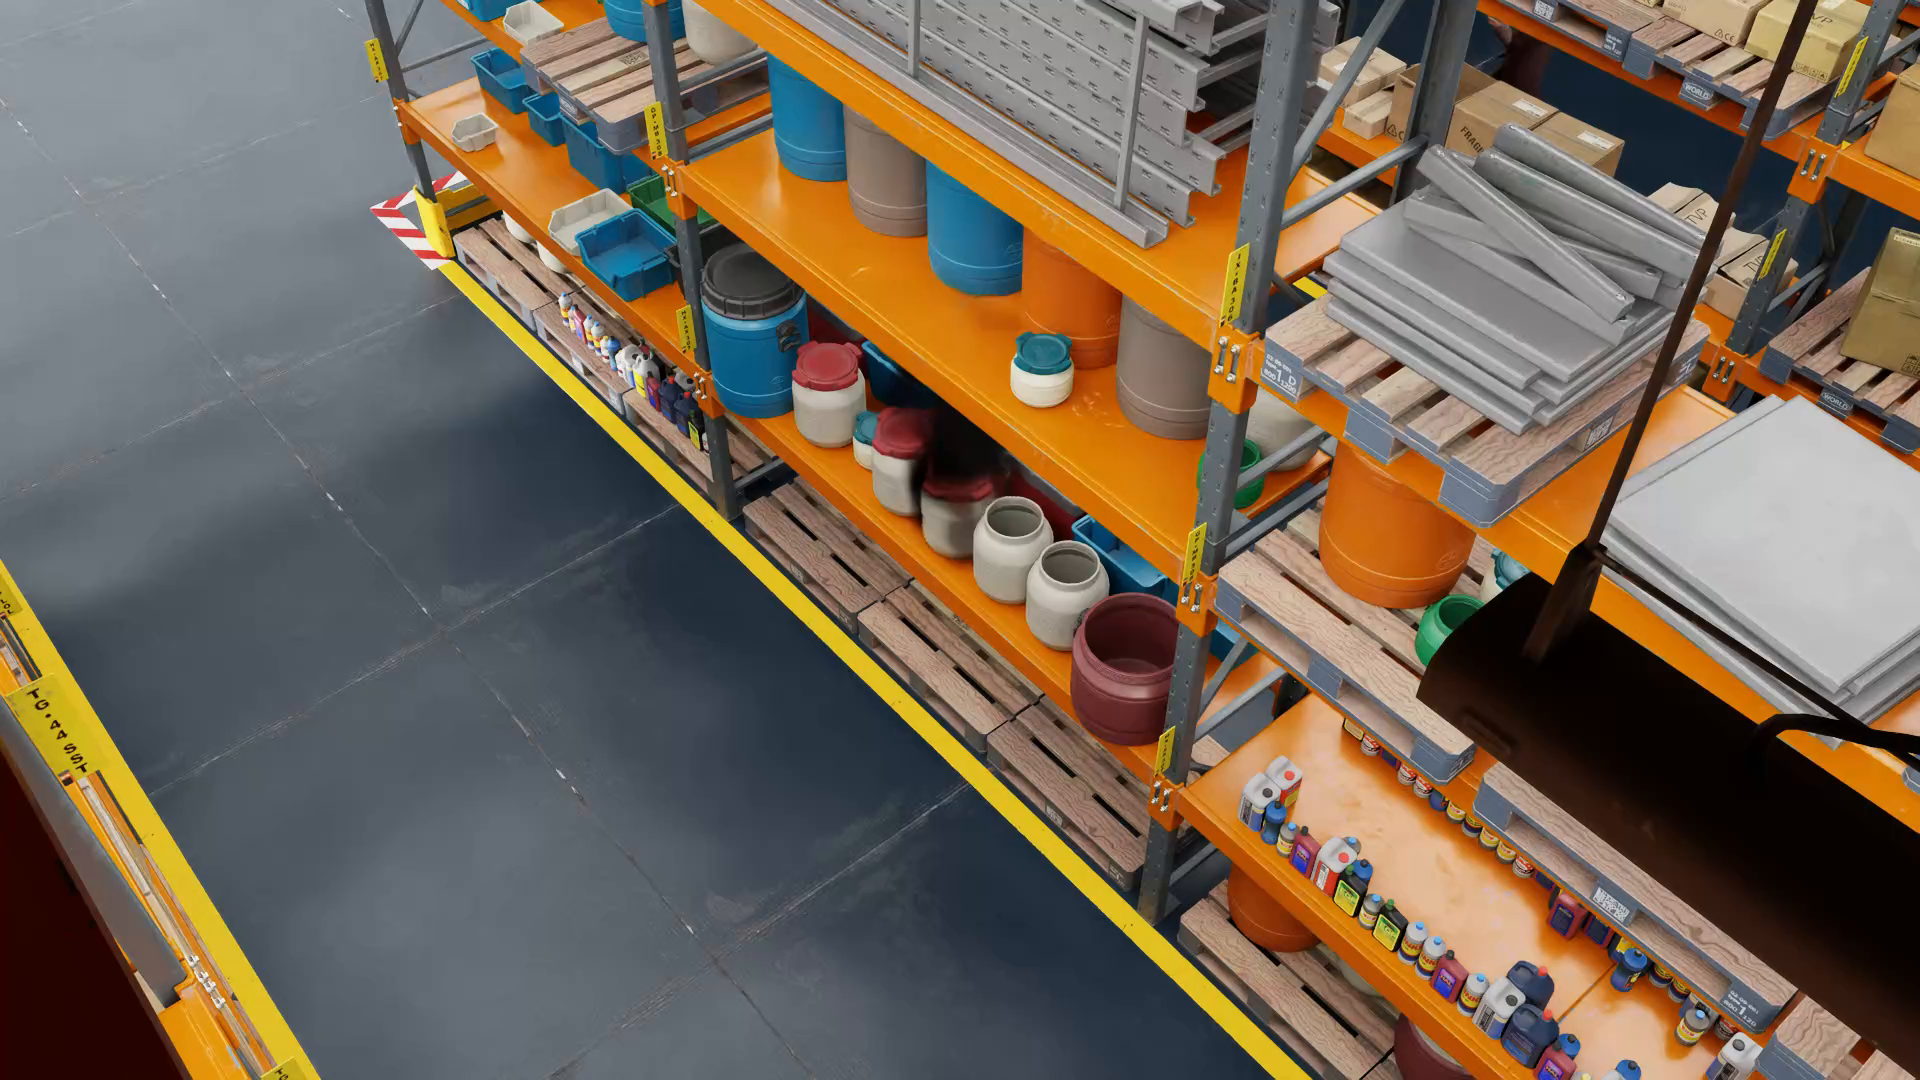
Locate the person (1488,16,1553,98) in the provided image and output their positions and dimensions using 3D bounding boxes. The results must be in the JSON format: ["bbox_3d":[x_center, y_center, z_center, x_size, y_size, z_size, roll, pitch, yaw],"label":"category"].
[{"bbox_3d":[4.536,-3.821,13.394,0.763,1.800,0.673,30,53,25],"label":"person"}]
